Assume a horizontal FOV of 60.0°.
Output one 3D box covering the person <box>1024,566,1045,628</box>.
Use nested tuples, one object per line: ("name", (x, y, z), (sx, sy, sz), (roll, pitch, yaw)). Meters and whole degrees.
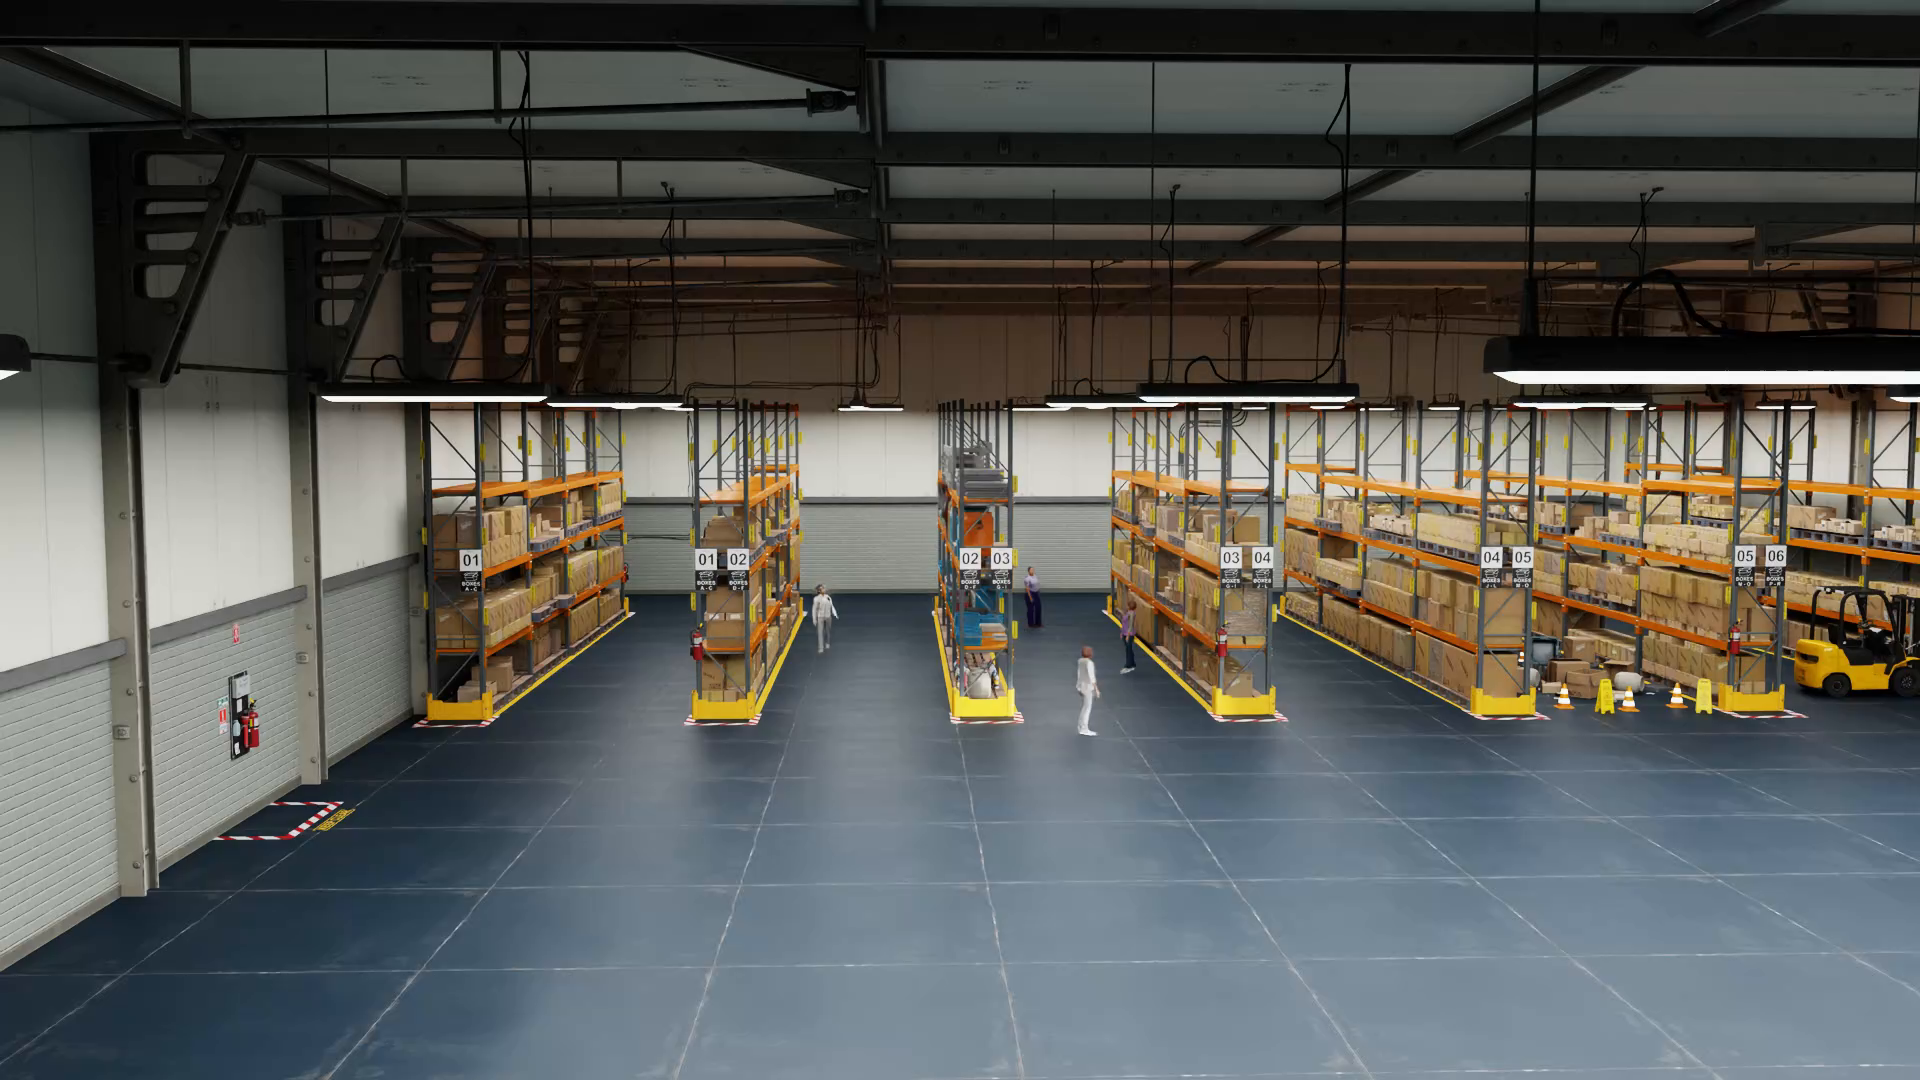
("person", (1.982, 1.541, 44.527), (0.347, 1.678, 0.657), (4, 6, 40))

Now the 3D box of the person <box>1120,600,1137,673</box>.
("person", (3.720, 2.138, 36.896), (0.487, 1.613, 0.434), (-2, 5, -21))

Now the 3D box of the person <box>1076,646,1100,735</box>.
("person", (2.262, 2.709, 29.666), (0.331, 1.622, 0.479), (-2, 5, -23))

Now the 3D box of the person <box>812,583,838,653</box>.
("person", (-3.216, 1.840, 39.582), (0.619, 1.640, 0.993), (0, 4, -5))
